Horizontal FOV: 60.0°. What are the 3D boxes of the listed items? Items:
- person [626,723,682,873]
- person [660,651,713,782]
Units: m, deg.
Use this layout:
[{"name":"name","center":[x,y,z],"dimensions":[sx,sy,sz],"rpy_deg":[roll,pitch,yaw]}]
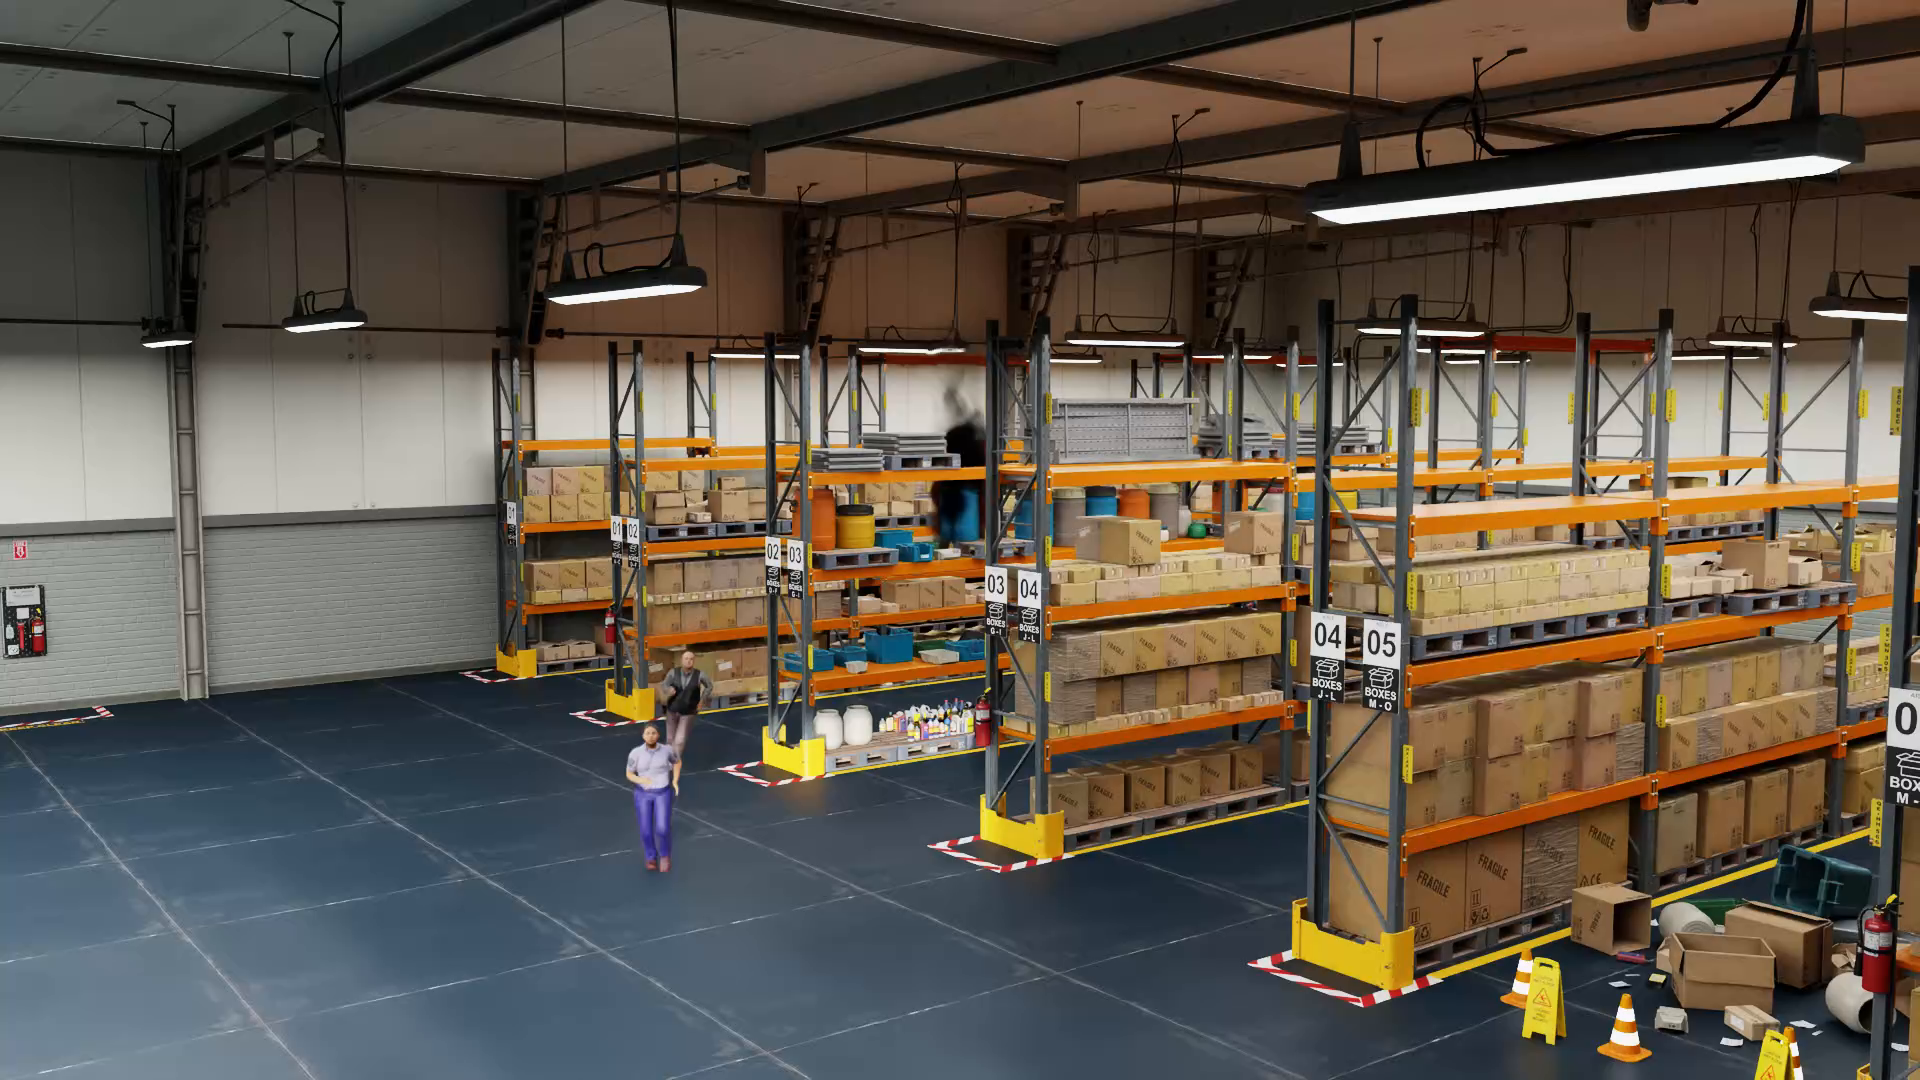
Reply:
[{"name":"person","center":[-3.291,2.788,17.881],"dimensions":[0.579,1.612,0.643],"rpy_deg":[-1,5,-6]},{"name":"person","center":[-3.708,2.359,22.415],"dimensions":[0.677,1.747,0.741],"rpy_deg":[1,5,8]}]
